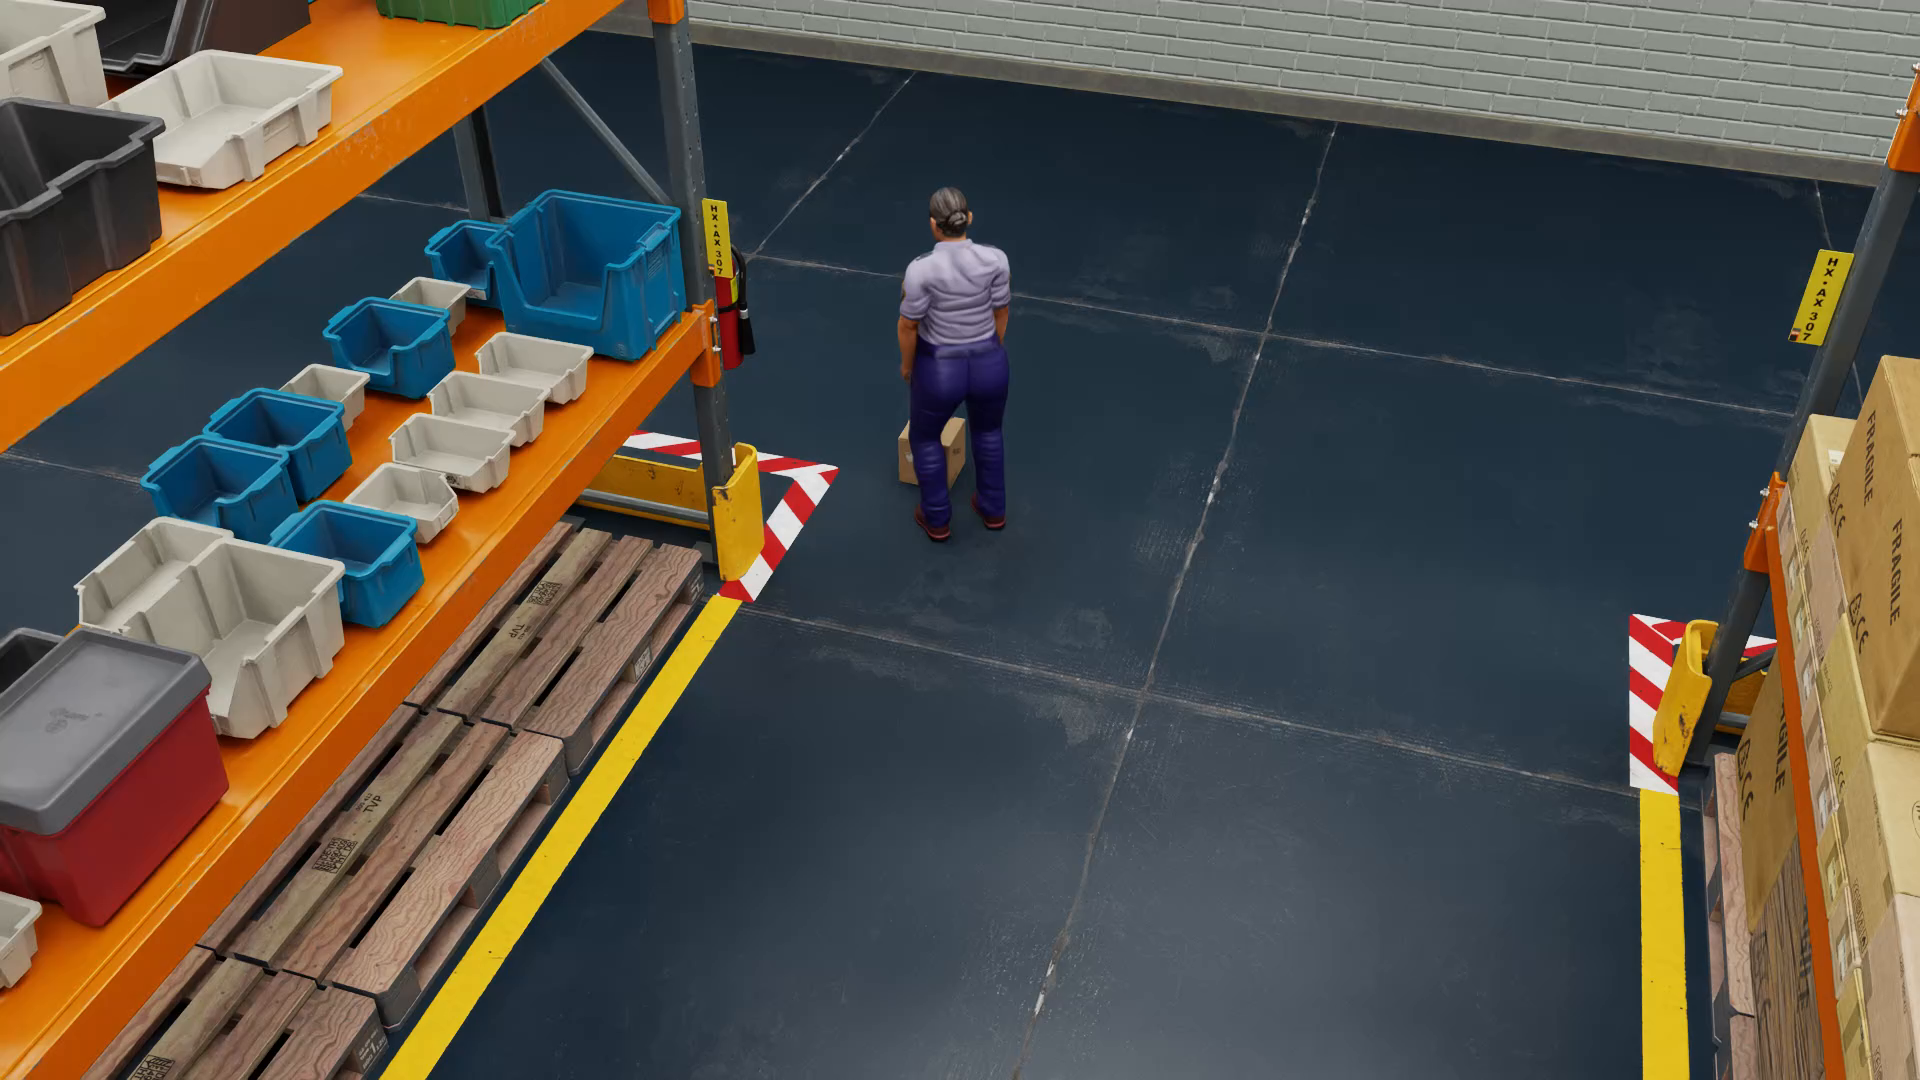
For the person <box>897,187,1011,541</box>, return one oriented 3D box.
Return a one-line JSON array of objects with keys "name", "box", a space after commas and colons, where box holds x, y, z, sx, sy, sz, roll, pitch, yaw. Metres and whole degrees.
[{"name": "person", "box": [-0.029, -0.732, 7.152, 0.486, 1.626, 0.320, -10, 38, -13]}]
